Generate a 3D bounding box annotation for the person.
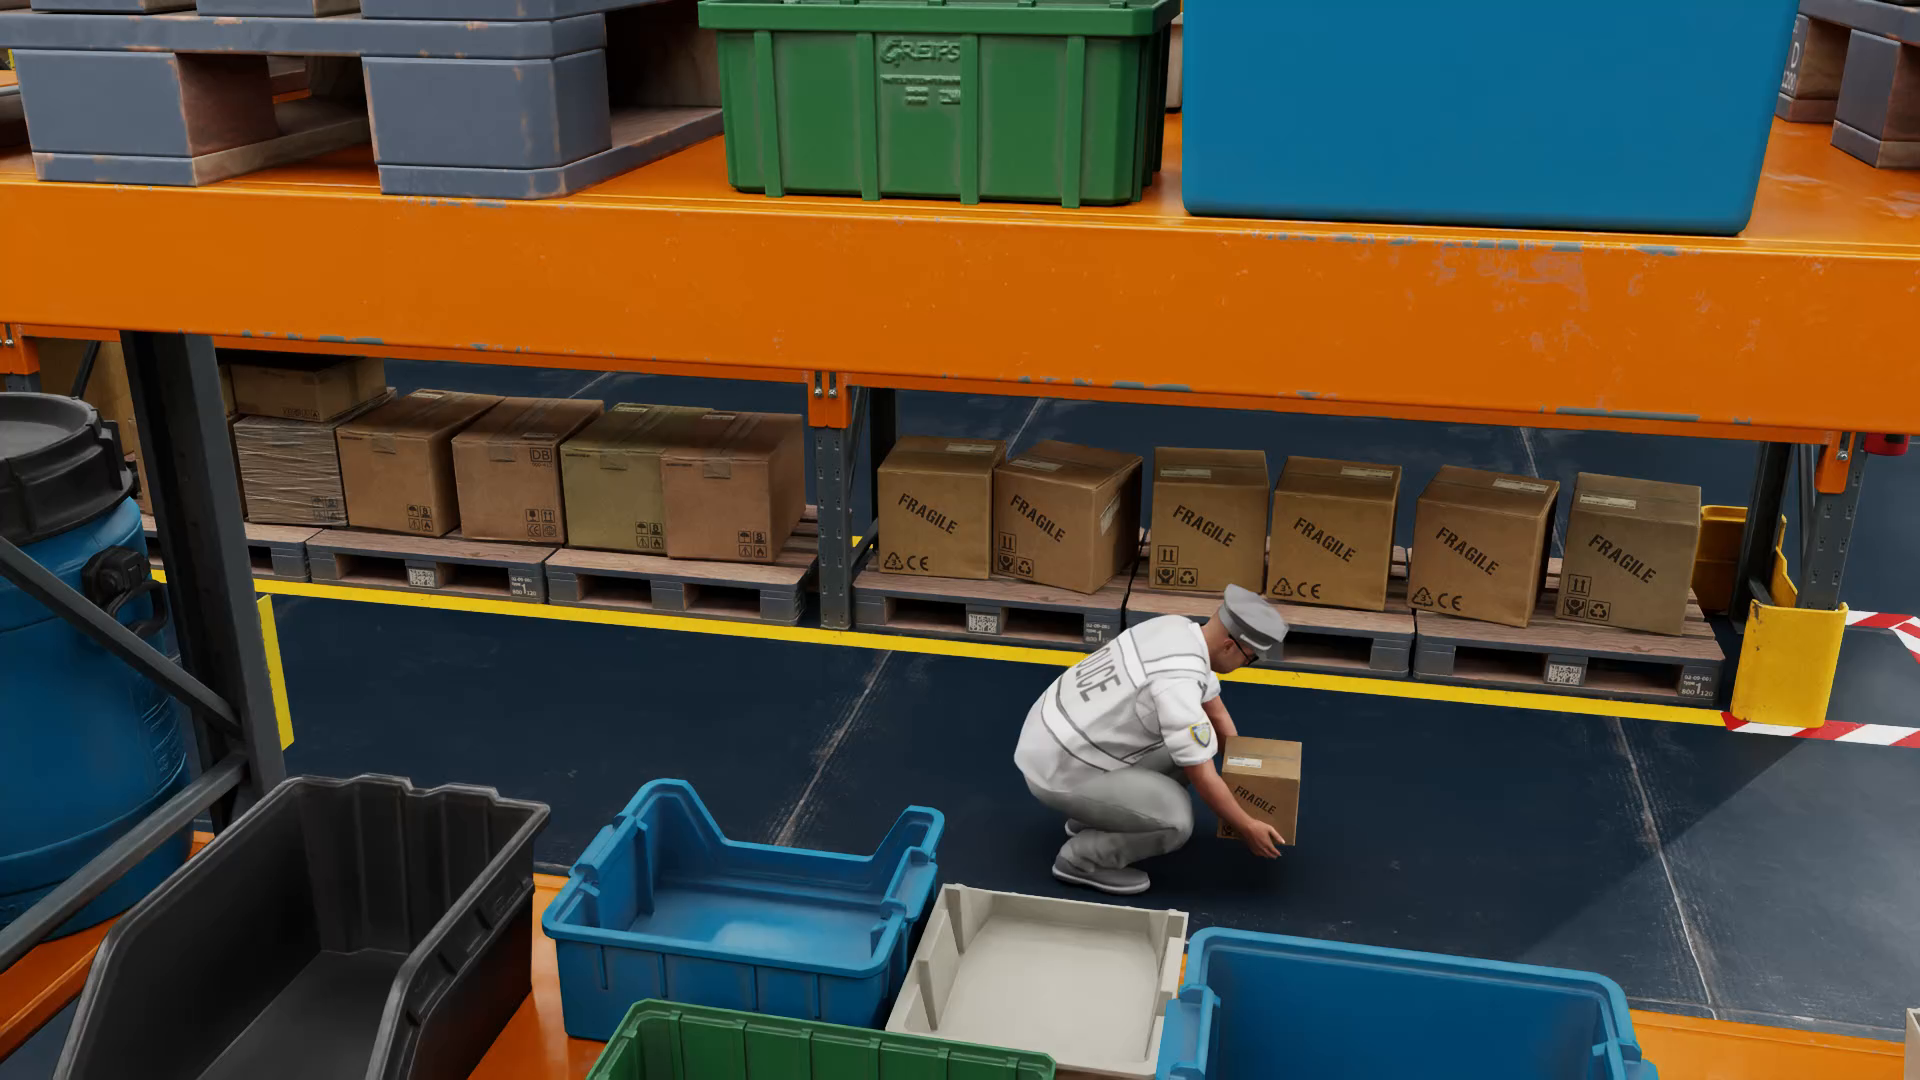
[{"bbox_3d":[0.639,0.639,5.490,0.901,1.006,0.550,4,22,11],"label":"person"}]
